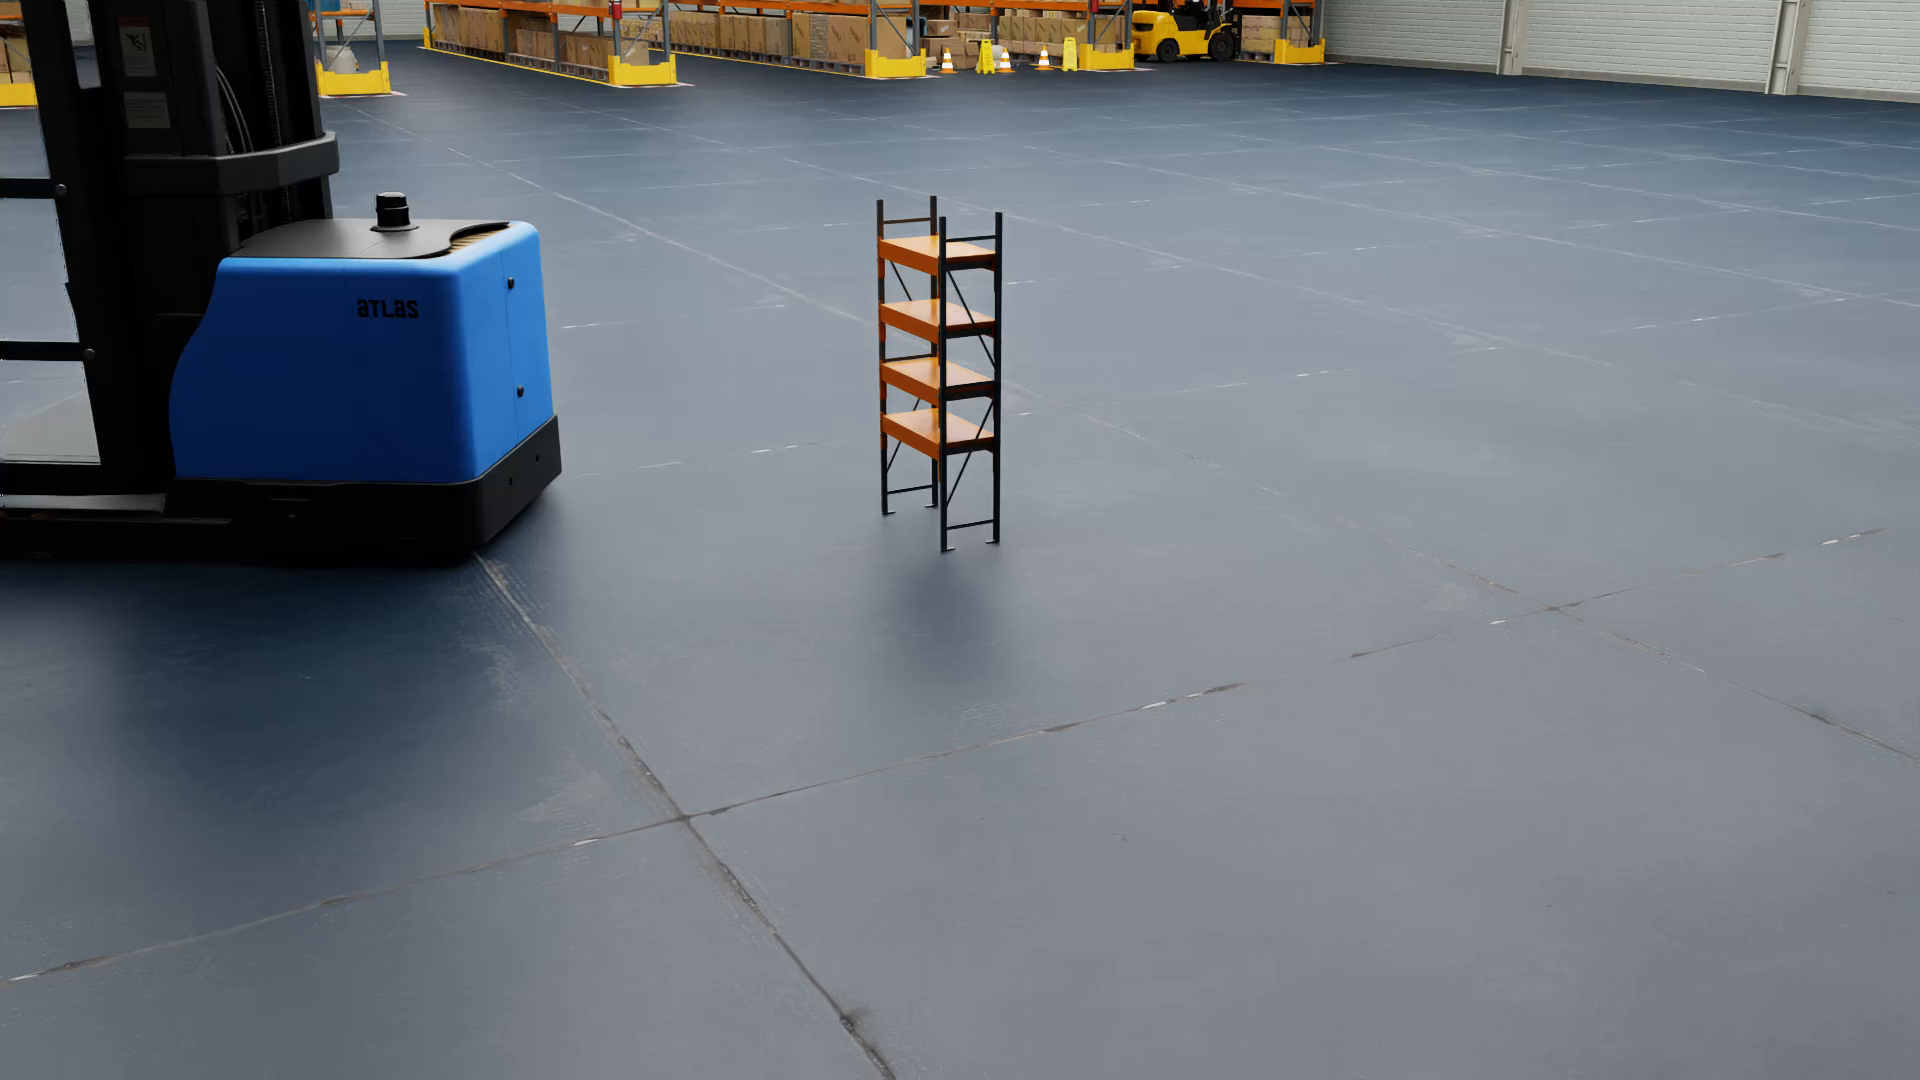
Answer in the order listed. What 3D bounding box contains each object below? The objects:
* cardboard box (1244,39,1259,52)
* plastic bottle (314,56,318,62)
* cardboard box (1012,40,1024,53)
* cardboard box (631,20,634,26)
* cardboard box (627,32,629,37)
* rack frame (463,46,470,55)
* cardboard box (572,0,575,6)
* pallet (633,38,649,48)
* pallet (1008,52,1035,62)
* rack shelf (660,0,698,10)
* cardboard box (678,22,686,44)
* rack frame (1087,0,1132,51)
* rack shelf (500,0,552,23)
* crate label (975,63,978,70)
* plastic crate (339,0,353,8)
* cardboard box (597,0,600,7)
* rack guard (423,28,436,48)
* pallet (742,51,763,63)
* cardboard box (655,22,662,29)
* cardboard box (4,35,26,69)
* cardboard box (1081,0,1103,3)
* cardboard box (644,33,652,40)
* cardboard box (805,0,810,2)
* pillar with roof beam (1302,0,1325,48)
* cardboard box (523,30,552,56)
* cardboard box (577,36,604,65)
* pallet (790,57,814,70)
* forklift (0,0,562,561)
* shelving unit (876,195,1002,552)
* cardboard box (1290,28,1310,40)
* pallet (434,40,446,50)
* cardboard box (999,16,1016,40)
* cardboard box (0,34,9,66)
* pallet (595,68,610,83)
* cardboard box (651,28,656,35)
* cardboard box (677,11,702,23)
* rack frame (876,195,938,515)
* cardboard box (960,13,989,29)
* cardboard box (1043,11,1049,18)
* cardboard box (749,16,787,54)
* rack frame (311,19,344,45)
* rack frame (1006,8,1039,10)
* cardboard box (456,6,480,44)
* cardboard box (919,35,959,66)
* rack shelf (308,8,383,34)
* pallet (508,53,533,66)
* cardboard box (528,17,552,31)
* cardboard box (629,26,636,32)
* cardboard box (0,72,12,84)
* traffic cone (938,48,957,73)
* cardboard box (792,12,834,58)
[{"bbox_3d":[6.700,-11.034,37.081,0.500,0.250,0.500,-10,21,-27],"label":"cardboard box"},{"bbox_3d":[-11.489,-8.460,29.550,0.152,0.276,0.135,-10,21,-27],"label":"plastic bottle"},{"bbox_3d":[1.469,-10.819,36.459,0.500,0.250,0.500,-9,21,-24],"label":"cardboard box"},{"bbox_3d":[-8.459,-13.651,43.907,0.380,0.149,0.250,-11,22,-29],"label":"cardboard box"},{"bbox_3d":[-8.680,-13.521,44.443,0.380,0.149,0.250,-10,21,-27],"label":"cardboard box"},{"bbox_3d":[-11.357,-13.045,39.337,1.000,3.000,0.127,-10,21,-27],"label":"rack frame"},{"bbox_3d":[-7.105,-10.166,31.380,0.380,0.149,0.250,-10,21,-27],"label":"cardboard box"},{"bbox_3d":[-7.877,-13.004,43.494,1.003,0.211,1.213,-10,21,-27],"label":"pallet"},{"bbox_3d":[1.513,-10.778,37.042,1.003,0.211,1.213,-10,21,-27],"label":"pallet"},{"bbox_3d":[-7.894,-14.018,43.261,1.077,0.370,4.000,-10,21,-27],"label":"rack shelf"},{"bbox_3d":[-6.574,-12.396,40.646,0.500,0.500,0.500,-9,21,-24],"label":"cardboard box"},{"bbox_3d":[3.063,-11.135,33.803,1.000,3.000,0.127,-10,21,-27],"label":"rack frame"},{"bbox_3d":[-8.508,-10.983,34.463,1.077,0.370,4.000,-10,21,-27],"label":"rack shelf"},{"bbox_3d":[0.480,-9.652,33.893,0.298,0.136,0.250,11,22,30],"label":"crate label"},{"bbox_3d":[-10.923,-9.430,29.265,0.530,0.136,0.437,-10,21,-27],"label":"plastic crate"},{"bbox_3d":[-6.363,-9.741,30.148,0.380,0.149,0.250,-10,21,-27],"label":"cardboard box"},{"bbox_3d":[-13.268,-13.019,43.093,1.175,0.500,0.348,-10,21,-27],"label":"rack guard"},{"bbox_3d":[-4.161,-10.730,36.904,1.003,0.211,1.213,-10,21,-27],"label":"pallet"},{"bbox_3d":[-7.498,-13.045,42.153,0.380,0.149,0.250,-10,21,-26],"label":"cardboard box"},{"bbox_3d":[-14.925,-7.793,26.540,0.500,0.500,0.500,-10,21,-27],"label":"cardboard box"},{"bbox_3d":[2.697,-11.091,34.059,0.380,0.149,0.250,-9,21,-25],"label":"cardboard box"},{"bbox_3d":[-7.921,-12.992,42.911,0.380,0.149,0.250,-10,21,-27],"label":"cardboard box"},{"bbox_3d":[-2.678,-11.300,34.051,0.875,0.550,0.550,-10,21,-27],"label":"cardboard box"},{"bbox_3d":[4.103,-14.414,34.107,9.100,9.000,0.400,-10,21,-27],"label":"pillar with roof beam"},{"bbox_3d":[-8.847,-10.577,35.342,0.700,0.500,0.500,-12,22,-31],"label":"cardboard box"},{"bbox_3d":[-7.125,-9.481,32.197,0.500,0.500,0.500,-3,19,-9],"label":"cardboard box"},{"bbox_3d":[-2.853,-9.939,34.612,1.003,0.211,1.213,-10,21,-27],"label":"pallet"},{"bbox_3d":[-3.148,-1.488,5.951,3.031,2.935,1.130,1,19,4],"label":"forklift"},{"bbox_3d":[-0.079,-0.615,6.073,0.258,1.200,0.503,-10,21,-27],"label":"shelving unit"},{"bbox_3d":[7.389,-11.207,36.817,0.500,0.250,0.500,-10,21,-26],"label":"cardboard box"},{"bbox_3d":[-12.808,-12.658,42.490,1.003,0.211,1.213,-10,21,-27],"label":"pallet"},{"bbox_3d":[1.206,-11.325,36.776,0.500,0.500,0.500,-9,21,-24],"label":"cardboard box"},{"bbox_3d":[-15.619,-7.856,26.723,0.500,0.500,0.500,-10,21,-27],"label":"cardboard box"},{"bbox_3d":[-6.049,-8.543,30.564,1.003,0.211,1.213,-10,21,-27],"label":"pallet"},{"bbox_3d":[-7.655,-12.967,42.382,0.380,0.149,0.250,-11,22,-29],"label":"cardboard box"},{"bbox_3d":[-6.570,-12.750,40.521,0.500,0.250,0.500,-9,21,-25],"label":"cardboard box"},{"bbox_3d":[-0.194,-0.685,6.276,0.240,1.200,0.015,-10,21,-27],"label":"rack frame"},{"bbox_3d":[0.410,-15.073,48.404,0.700,0.500,0.500,-9,21,-24],"label":"cardboard box"},{"bbox_3d":[1.979,-11.128,35.210,0.380,0.149,0.250,-9,21,-24],"label":"cardboard box"},{"bbox_3d":[-3.974,-11.065,36.403,1.050,0.750,0.750,-10,21,-27],"label":"cardboard box"},{"bbox_3d":[-11.917,-9.981,30.459,1.000,3.000,0.127,-10,21,-27],"label":"rack frame"},{"bbox_3d":[1.731,-15.350,46.017,1.000,3.000,0.127,-10,21,-27],"label":"rack frame"},{"bbox_3d":[-11.600,-12.441,40.200,0.875,0.875,0.875,-10,21,-27],"label":"cardboard box"},{"bbox_3d":[-0.451,-10.399,35.287,0.797,0.637,0.503,-10,21,-27],"label":"cardboard box"},{"bbox_3d":[-10.967,-9.067,28.912,1.077,0.370,4.000,-10,21,-27],"label":"rack shelf"},{"bbox_3d":[-9.088,-10.354,35.814,1.003,0.211,1.213,-10,21,-27],"label":"pallet"},{"bbox_3d":[-8.852,-10.939,35.243,0.500,0.250,0.500,-7,20,-21],"label":"cardboard box"},{"bbox_3d":[-8.520,-13.499,43.925,0.380,0.149,0.250,-9,21,-25],"label":"cardboard box"},{"bbox_3d":[-14.893,-7.074,25.604,0.500,0.250,0.500,-10,21,-27],"label":"cardboard box"},{"bbox_3d":[-0.248,-9.513,32.990,0.336,0.463,0.334,-10,21,-27],"label":"traffic cone"},{"bbox_3d":[-2.908,-10.490,34.548,0.875,0.875,0.875,-10,21,-26],"label":"cardboard box"}]
